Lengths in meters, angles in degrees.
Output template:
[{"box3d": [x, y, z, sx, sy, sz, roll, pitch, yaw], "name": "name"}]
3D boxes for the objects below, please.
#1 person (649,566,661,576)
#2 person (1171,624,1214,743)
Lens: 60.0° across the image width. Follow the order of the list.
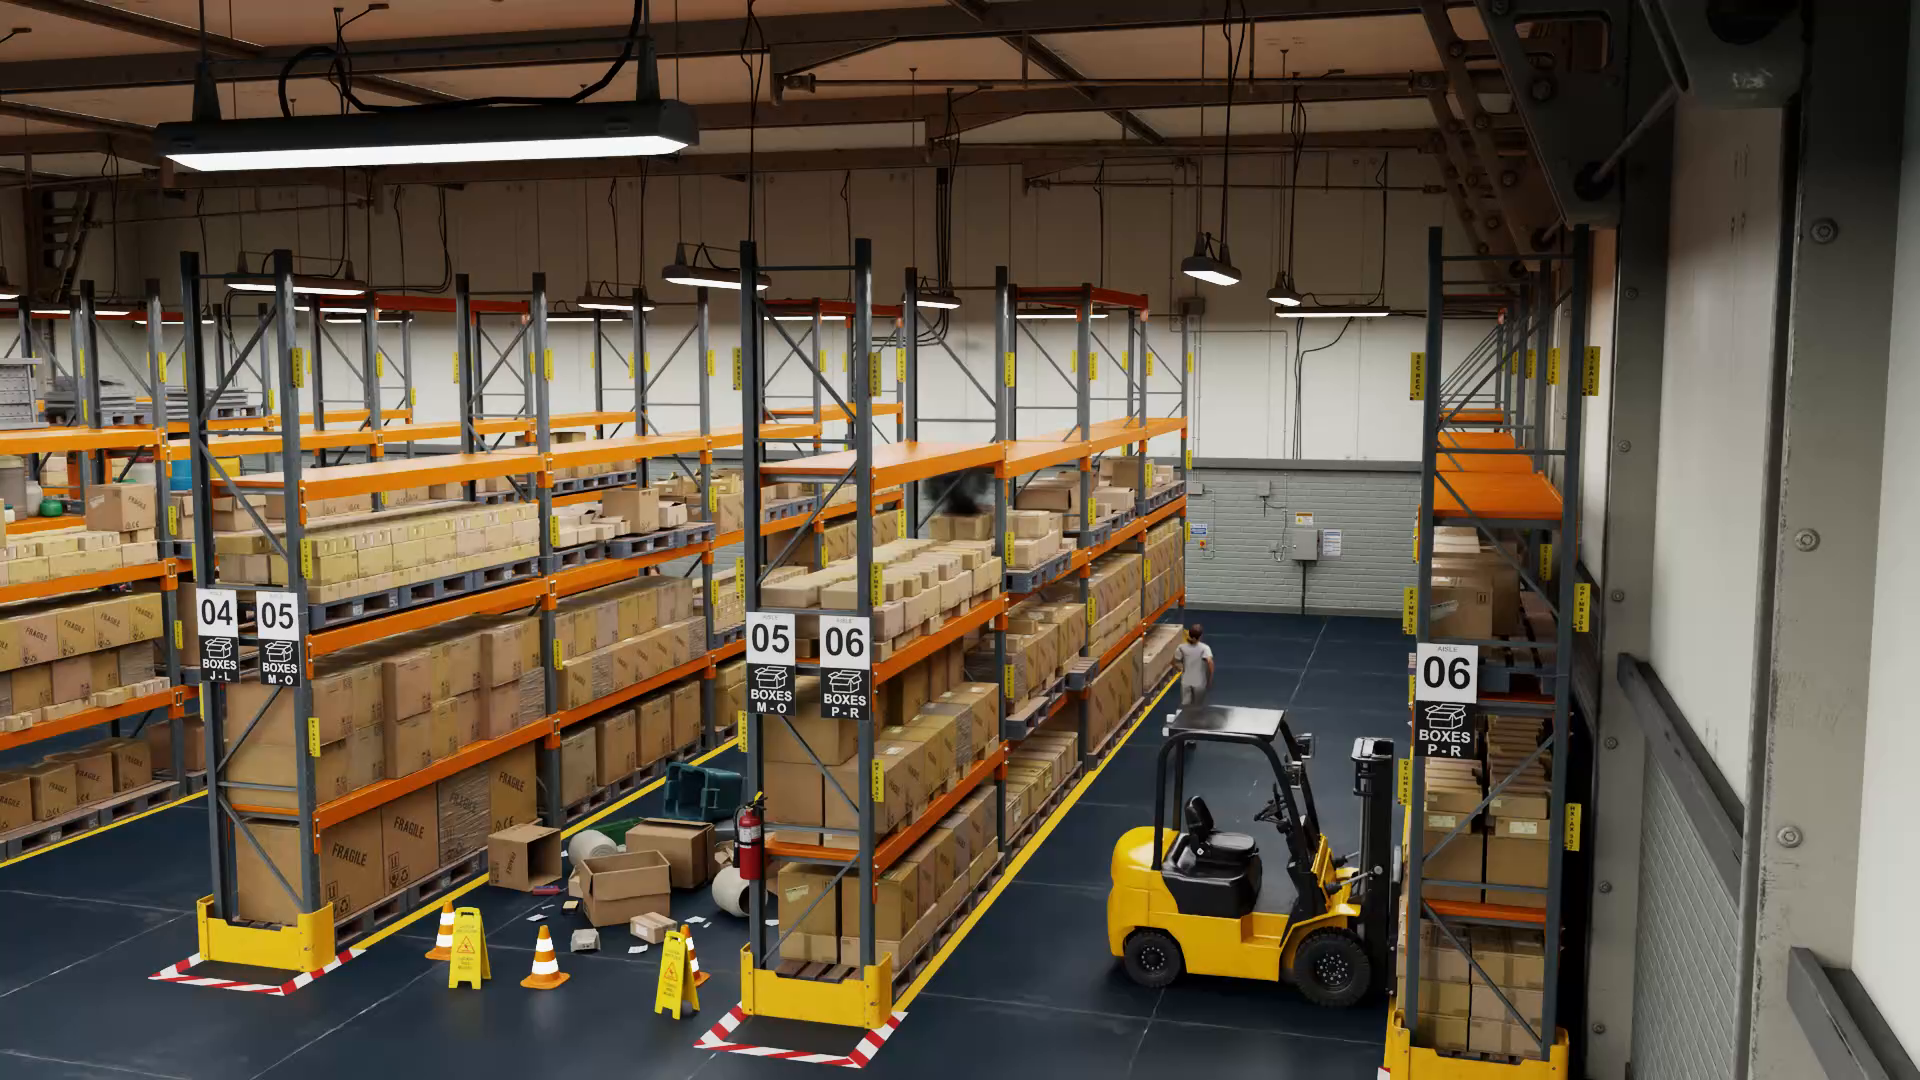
[{"box3d": [-5.108, 1.218, 28.298, 0.565, 1.606, 0.696, 2, 7, 19], "name": "person"}, {"box3d": [3.040, 1.926, 21.750, 0.588, 1.655, 0.912, 2, 7, 19], "name": "person"}]
